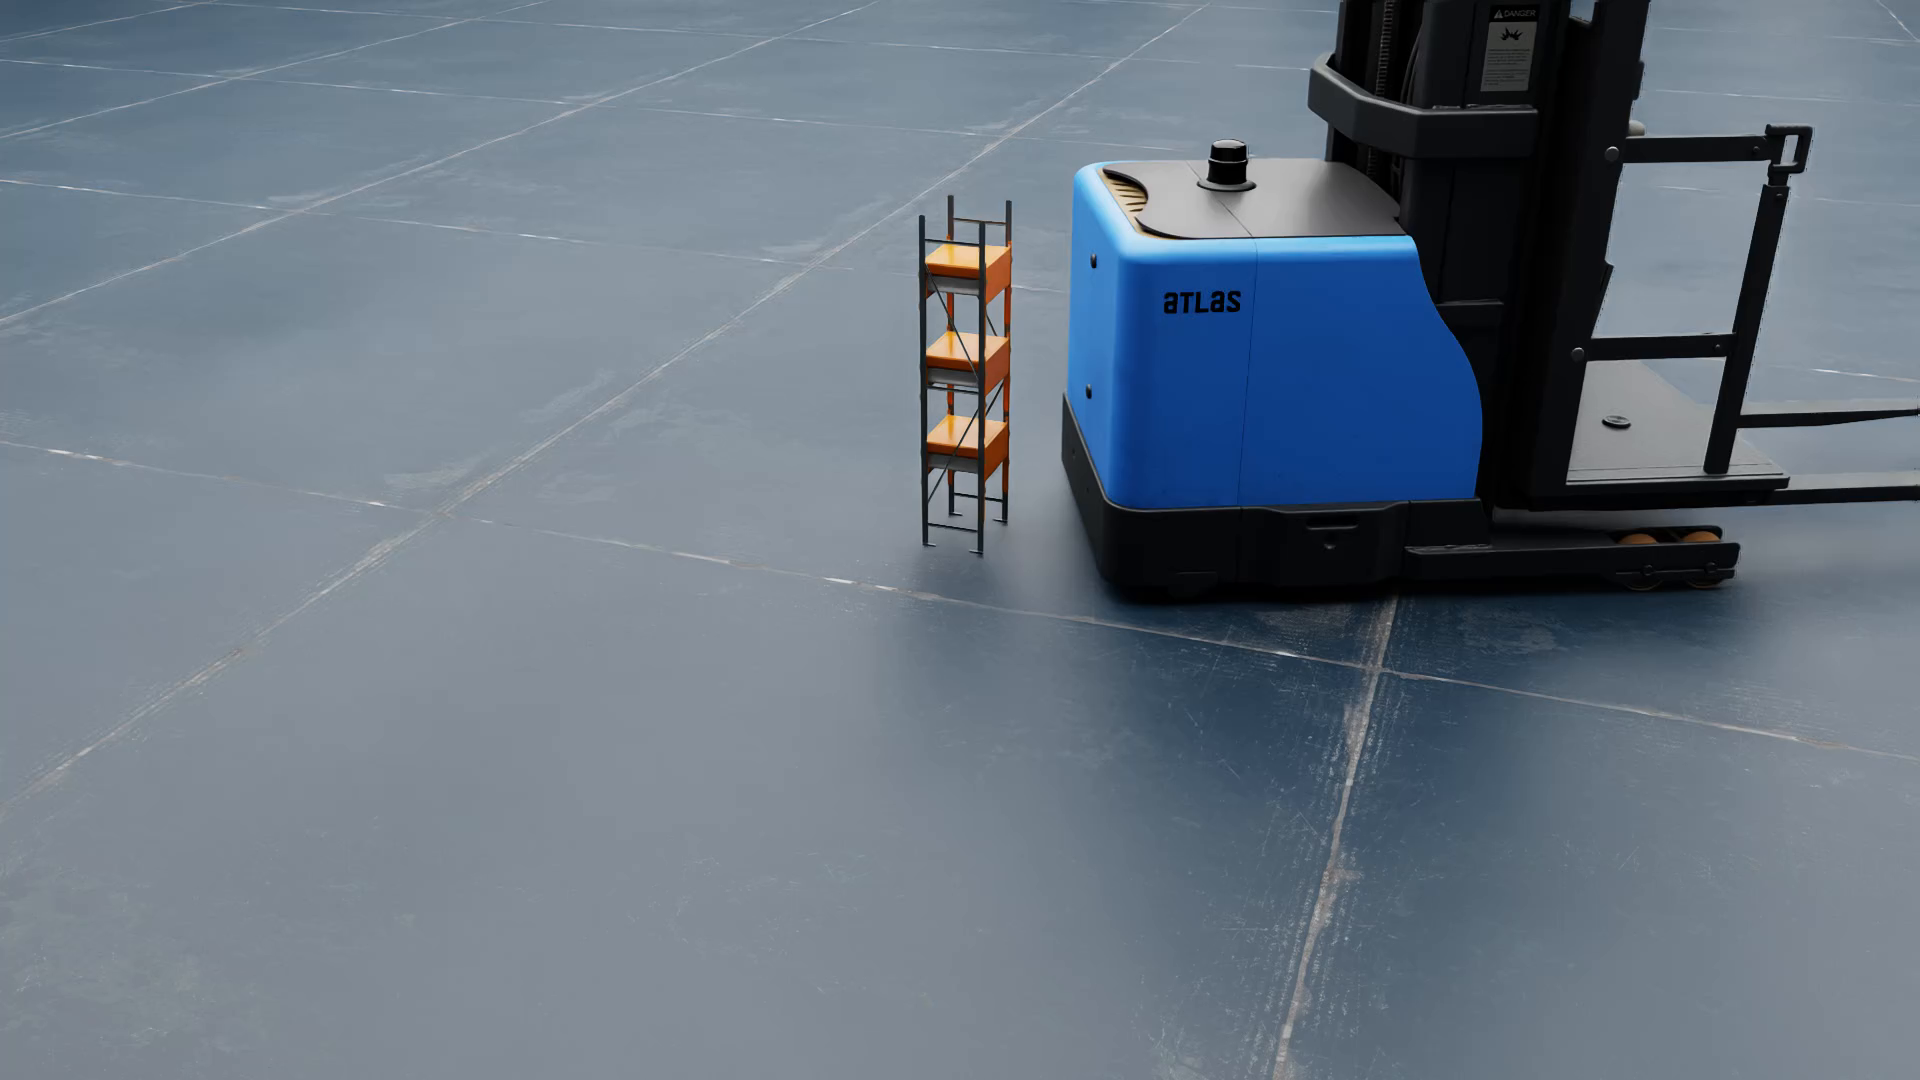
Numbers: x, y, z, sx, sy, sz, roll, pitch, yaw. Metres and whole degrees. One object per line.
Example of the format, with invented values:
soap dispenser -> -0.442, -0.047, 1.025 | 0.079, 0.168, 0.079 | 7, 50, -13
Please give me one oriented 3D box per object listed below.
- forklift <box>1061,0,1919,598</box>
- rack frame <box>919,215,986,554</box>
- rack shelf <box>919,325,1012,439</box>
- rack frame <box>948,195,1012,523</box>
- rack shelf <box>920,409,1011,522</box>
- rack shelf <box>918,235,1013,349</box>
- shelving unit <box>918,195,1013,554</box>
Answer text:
forklift -> 1.889, -1.397, 4.772 | 3.031, 2.935, 1.130 | -2, 26, -4
rack frame -> -0.023, -0.444, 4.963 | 0.200, 1.050, 0.008 | 9, 27, 17
rack shelf -> 0.018, -0.485, 5.071 | 0.215, 0.259, 0.240 | 9, 27, 17
rack frame -> 0.058, -0.545, 5.170 | 0.200, 1.050, 0.008 | 9, 27, 17
rack shelf -> 0.018, -0.235, 5.192 | 0.215, 0.259, 0.240 | 9, 27, 17
rack shelf -> 0.018, -0.740, 4.948 | 0.215, 0.259, 0.240 | 9, 27, 17
shelving unit -> 0.018, -0.495, 5.067 | 0.215, 1.050, 0.252 | 9, 27, 17
